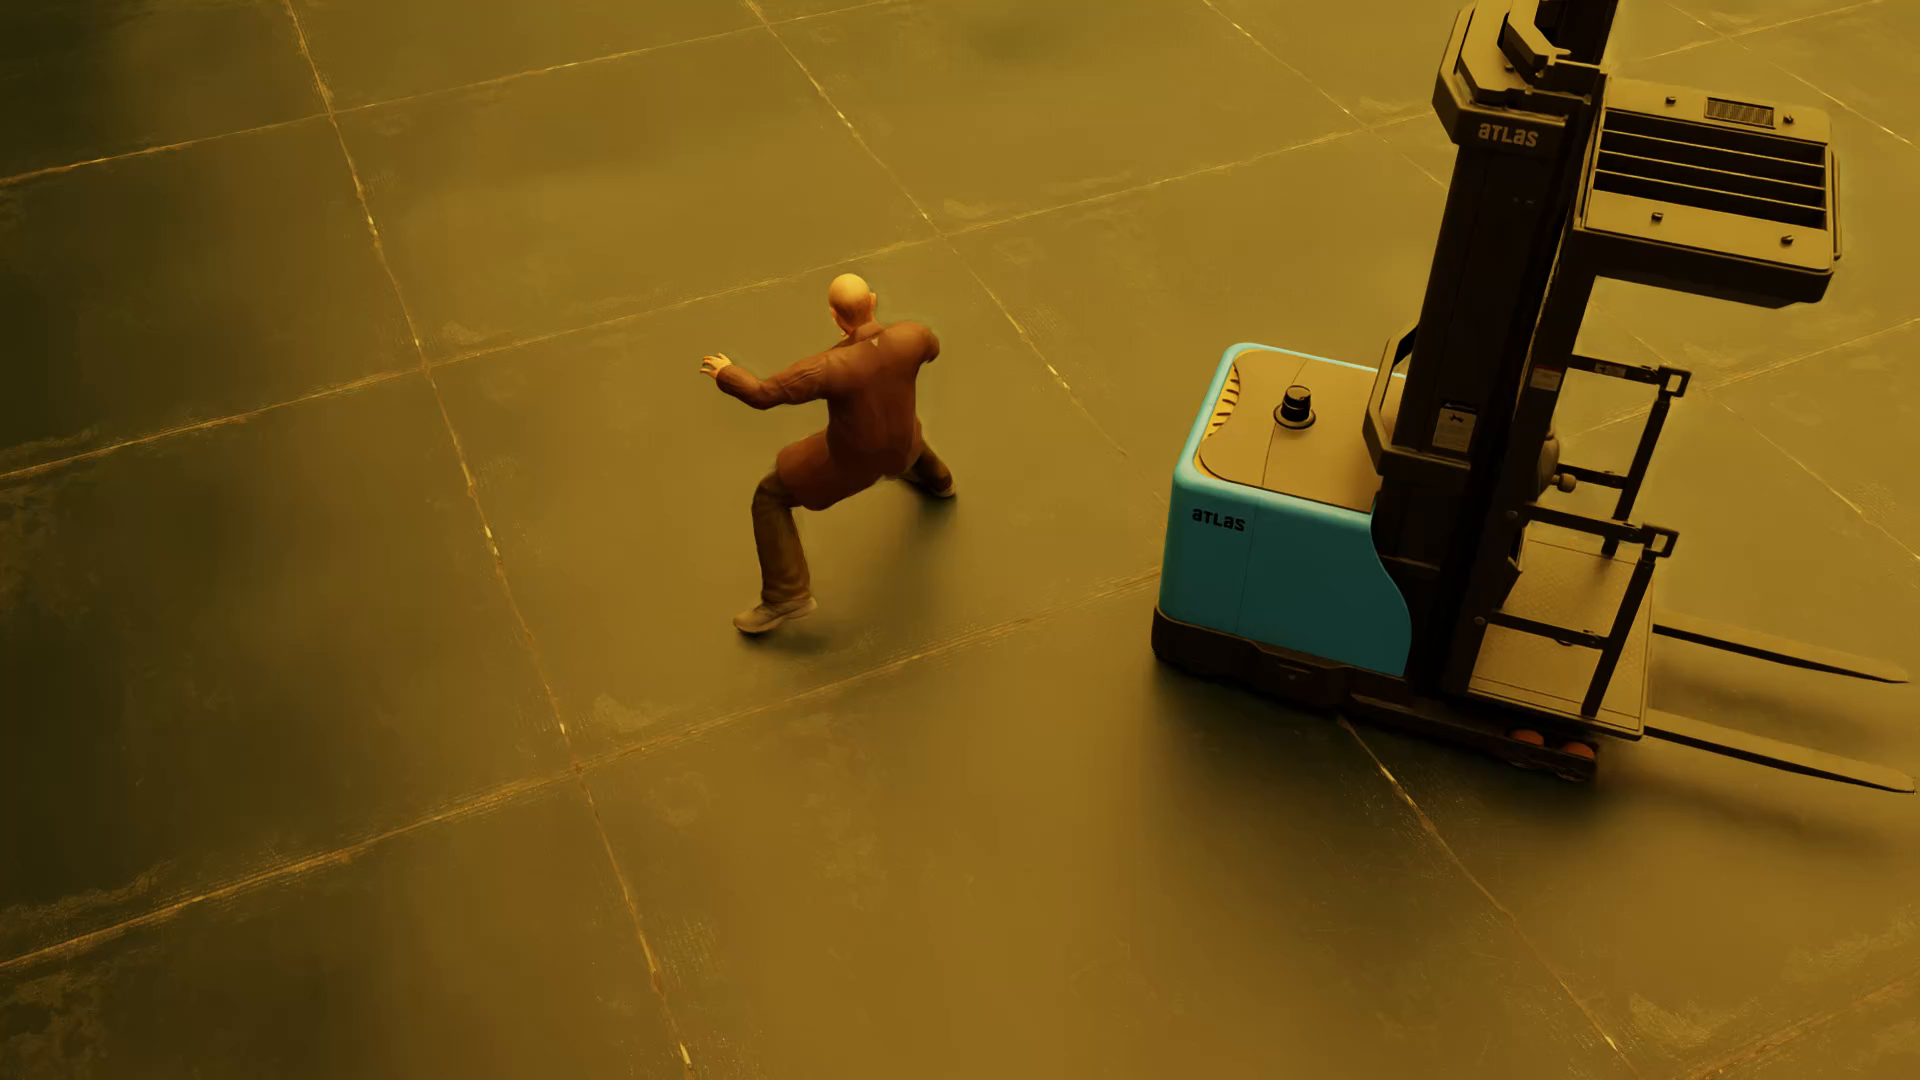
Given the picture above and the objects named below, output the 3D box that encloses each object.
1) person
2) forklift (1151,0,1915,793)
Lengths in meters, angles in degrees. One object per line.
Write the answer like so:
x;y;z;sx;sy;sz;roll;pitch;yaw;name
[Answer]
-0.554;-0.520;7.251;1.342;1.546;0.768;-24;48;-24;person
2.403;-0.502;6.218;3.031;2.935;1.130;14;45;15;forklift
